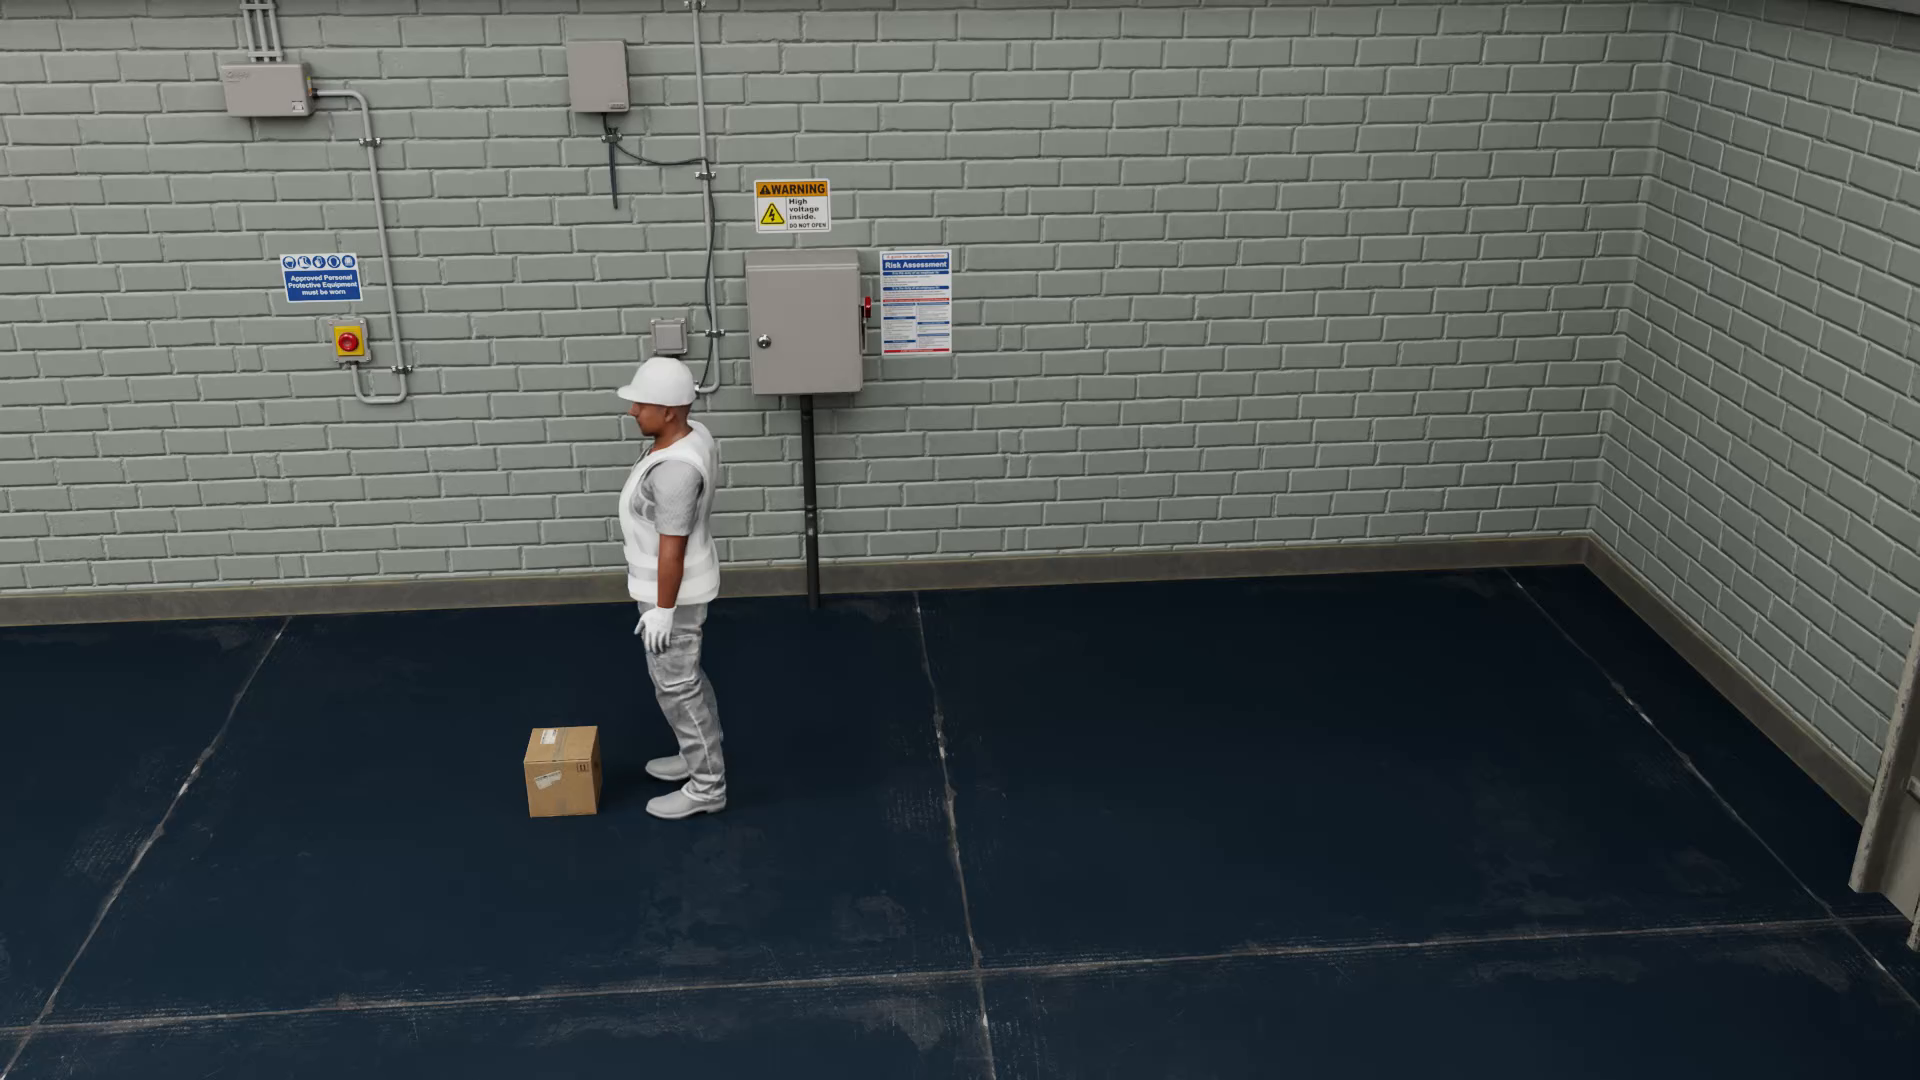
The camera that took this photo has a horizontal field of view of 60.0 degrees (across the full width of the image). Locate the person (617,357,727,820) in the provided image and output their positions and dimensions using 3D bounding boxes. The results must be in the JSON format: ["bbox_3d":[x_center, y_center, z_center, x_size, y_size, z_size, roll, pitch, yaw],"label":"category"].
[{"bbox_3d":[-1.060,0.182,6.160,0.367,1.781,0.547,-2,24,-4],"label":"person"}]
